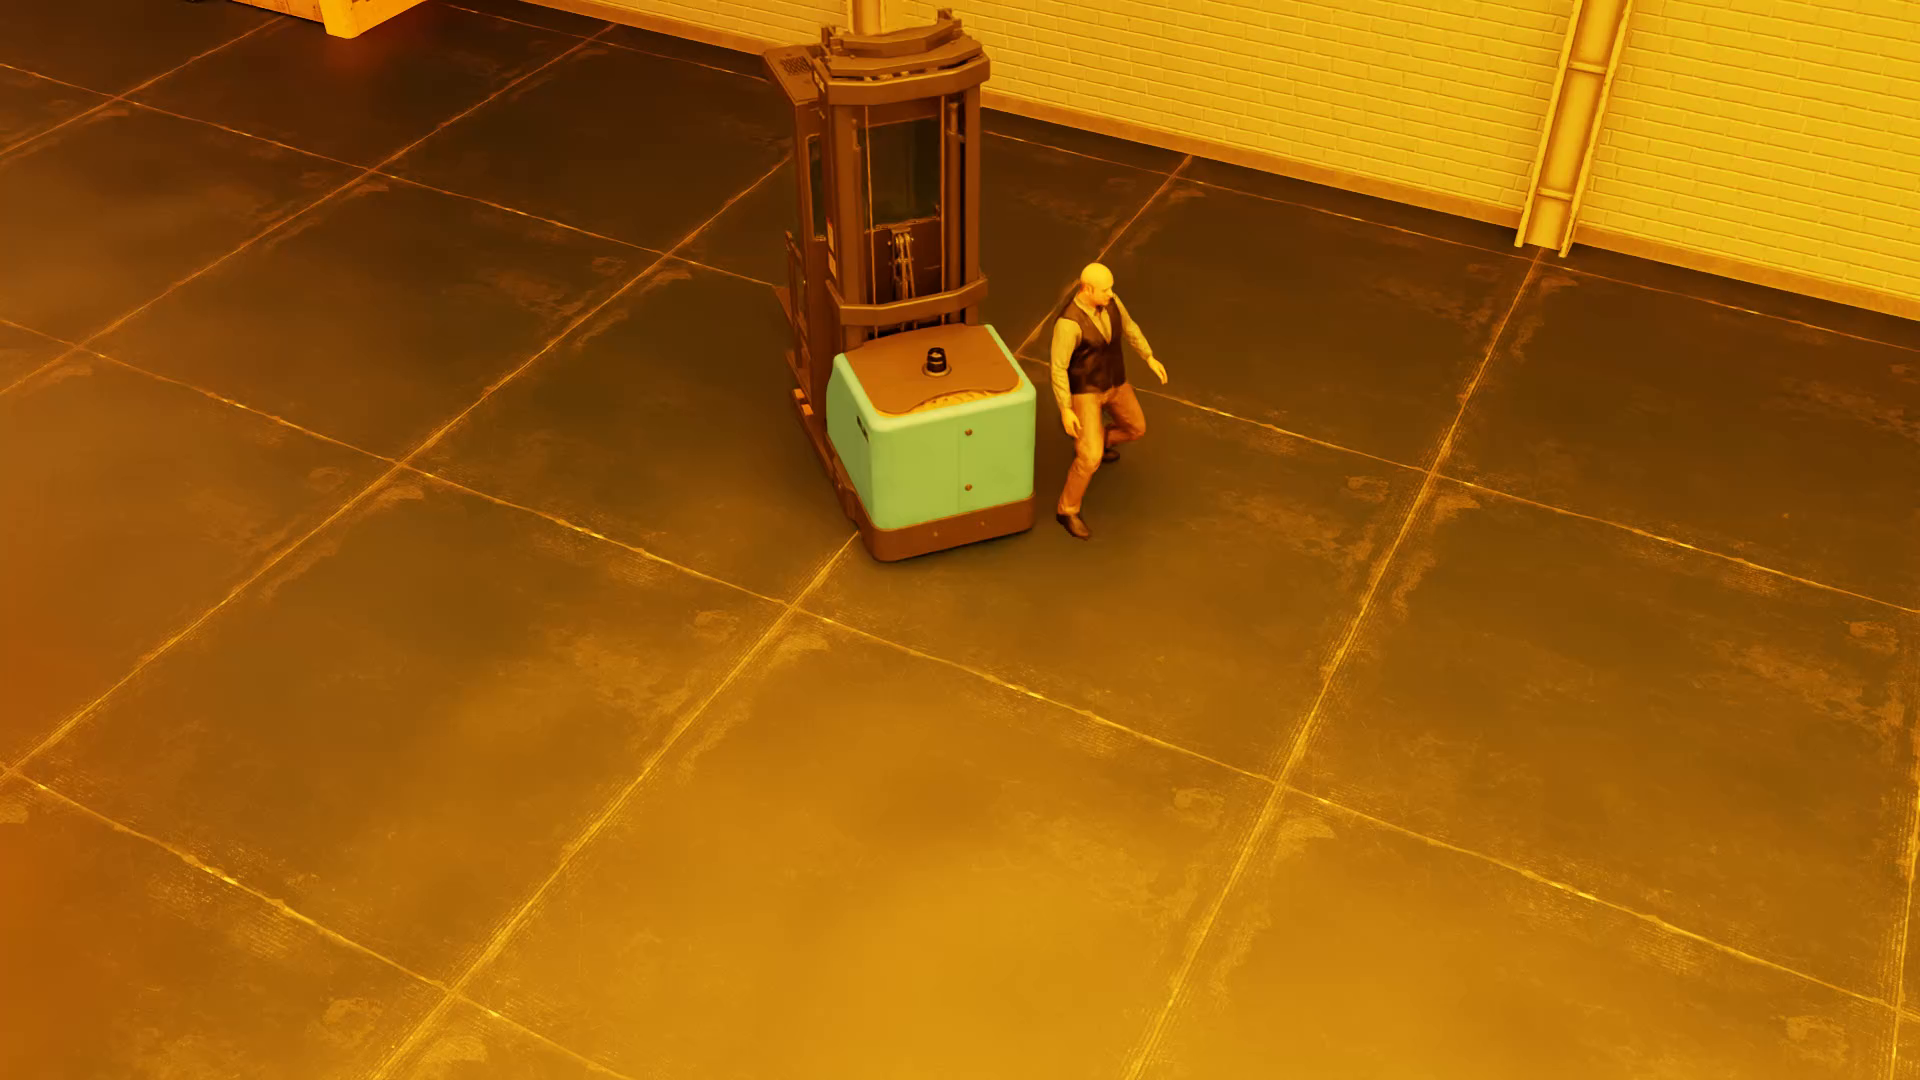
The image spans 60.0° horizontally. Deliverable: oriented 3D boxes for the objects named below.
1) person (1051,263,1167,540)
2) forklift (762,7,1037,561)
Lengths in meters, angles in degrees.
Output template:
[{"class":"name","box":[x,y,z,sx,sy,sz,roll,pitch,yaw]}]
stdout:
[{"class":"person","box":[0.855,-0.921,10.126,0.851,1.610,0.630,-31,49,-31]},{"class":"forklift","box":[-0.516,-1.950,10.301,1.130,2.935,3.031,-13,42,-15]}]
